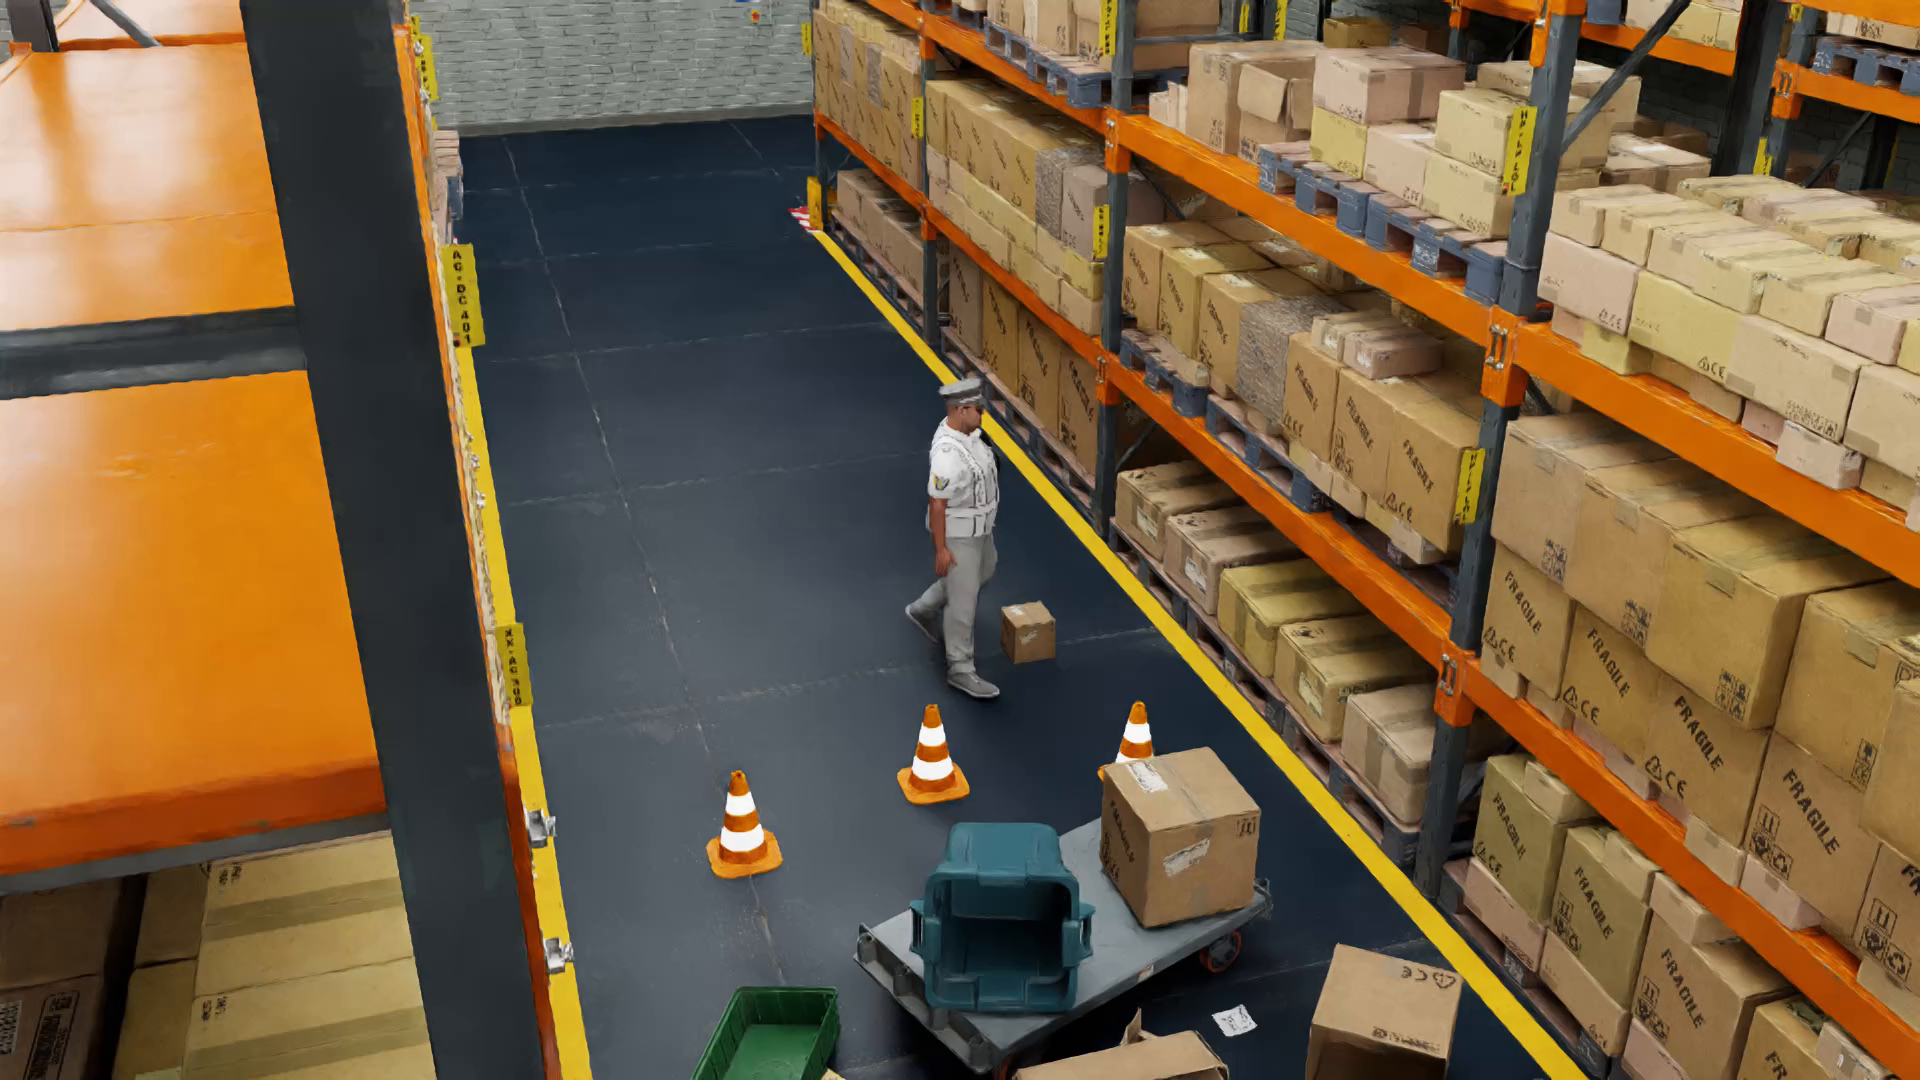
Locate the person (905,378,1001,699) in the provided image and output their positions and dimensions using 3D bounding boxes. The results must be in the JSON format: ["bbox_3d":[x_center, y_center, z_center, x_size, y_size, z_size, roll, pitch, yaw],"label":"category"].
[{"bbox_3d":[-0.027,-0.058,9.183,0.599,1.751,0.668,4,27,9],"label":"person"}]
